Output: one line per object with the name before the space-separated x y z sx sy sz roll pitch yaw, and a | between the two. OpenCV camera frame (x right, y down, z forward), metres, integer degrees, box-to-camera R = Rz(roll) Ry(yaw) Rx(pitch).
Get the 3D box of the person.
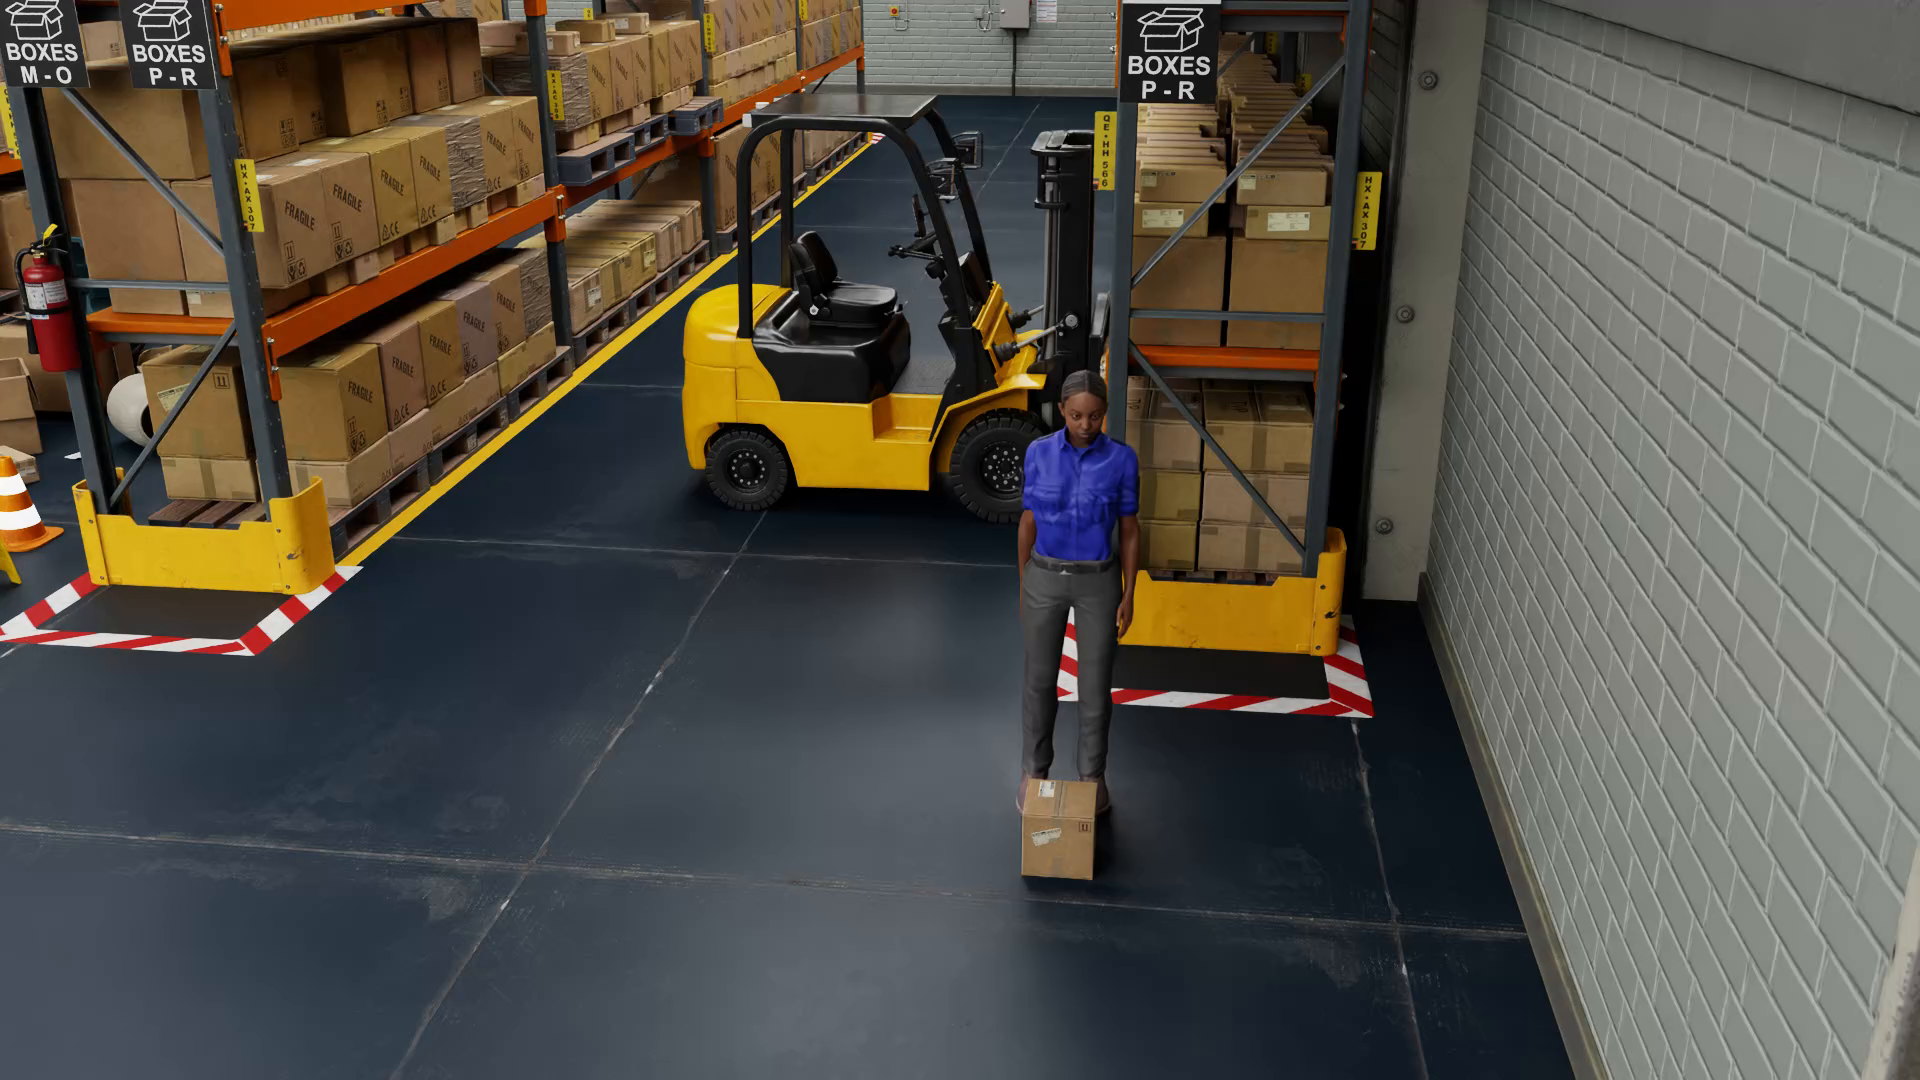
person | 0.426 0.203 6.066 0.448 1.678 0.355 3 21 7
